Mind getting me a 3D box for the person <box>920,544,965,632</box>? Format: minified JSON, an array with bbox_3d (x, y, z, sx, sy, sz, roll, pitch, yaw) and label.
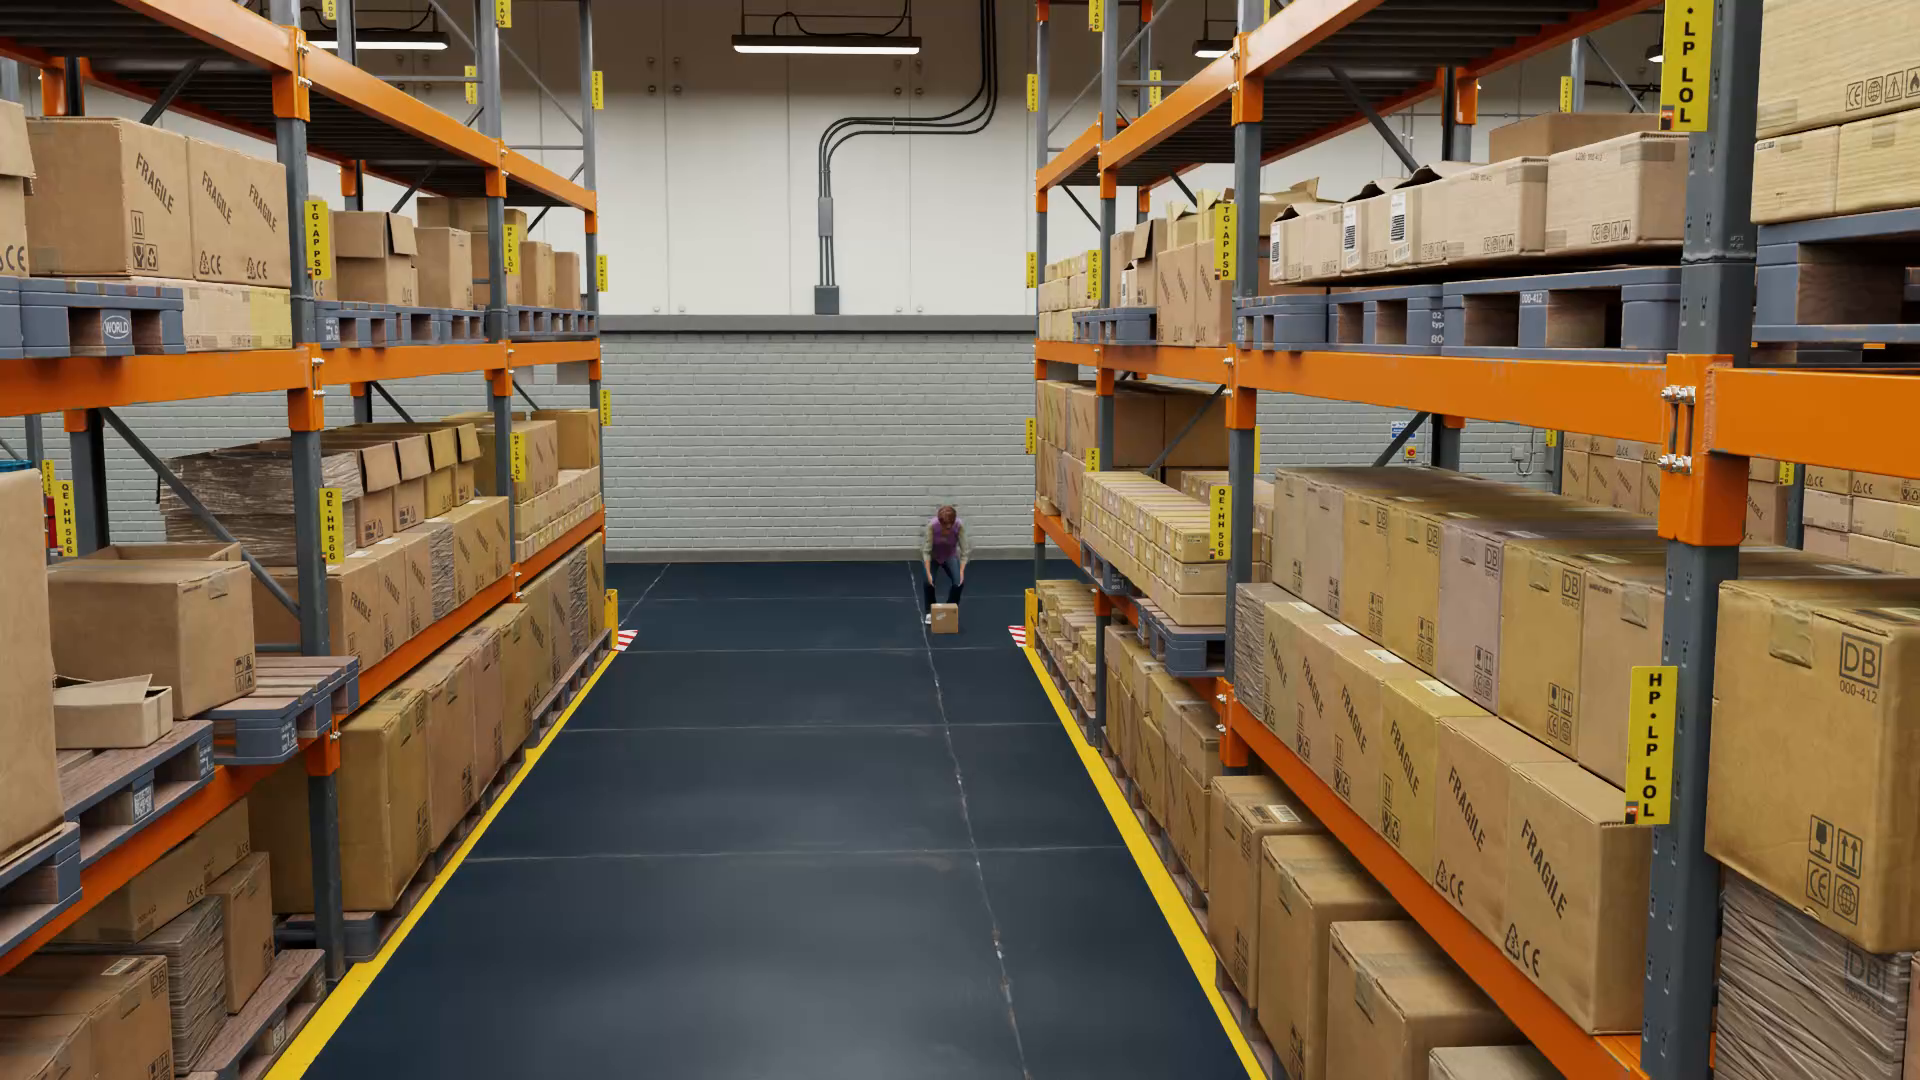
[{"bbox_3d":[-0.168,0.465,16.433,0.431,0.798,0.866,-1,7,-6],"label":"person"}]
